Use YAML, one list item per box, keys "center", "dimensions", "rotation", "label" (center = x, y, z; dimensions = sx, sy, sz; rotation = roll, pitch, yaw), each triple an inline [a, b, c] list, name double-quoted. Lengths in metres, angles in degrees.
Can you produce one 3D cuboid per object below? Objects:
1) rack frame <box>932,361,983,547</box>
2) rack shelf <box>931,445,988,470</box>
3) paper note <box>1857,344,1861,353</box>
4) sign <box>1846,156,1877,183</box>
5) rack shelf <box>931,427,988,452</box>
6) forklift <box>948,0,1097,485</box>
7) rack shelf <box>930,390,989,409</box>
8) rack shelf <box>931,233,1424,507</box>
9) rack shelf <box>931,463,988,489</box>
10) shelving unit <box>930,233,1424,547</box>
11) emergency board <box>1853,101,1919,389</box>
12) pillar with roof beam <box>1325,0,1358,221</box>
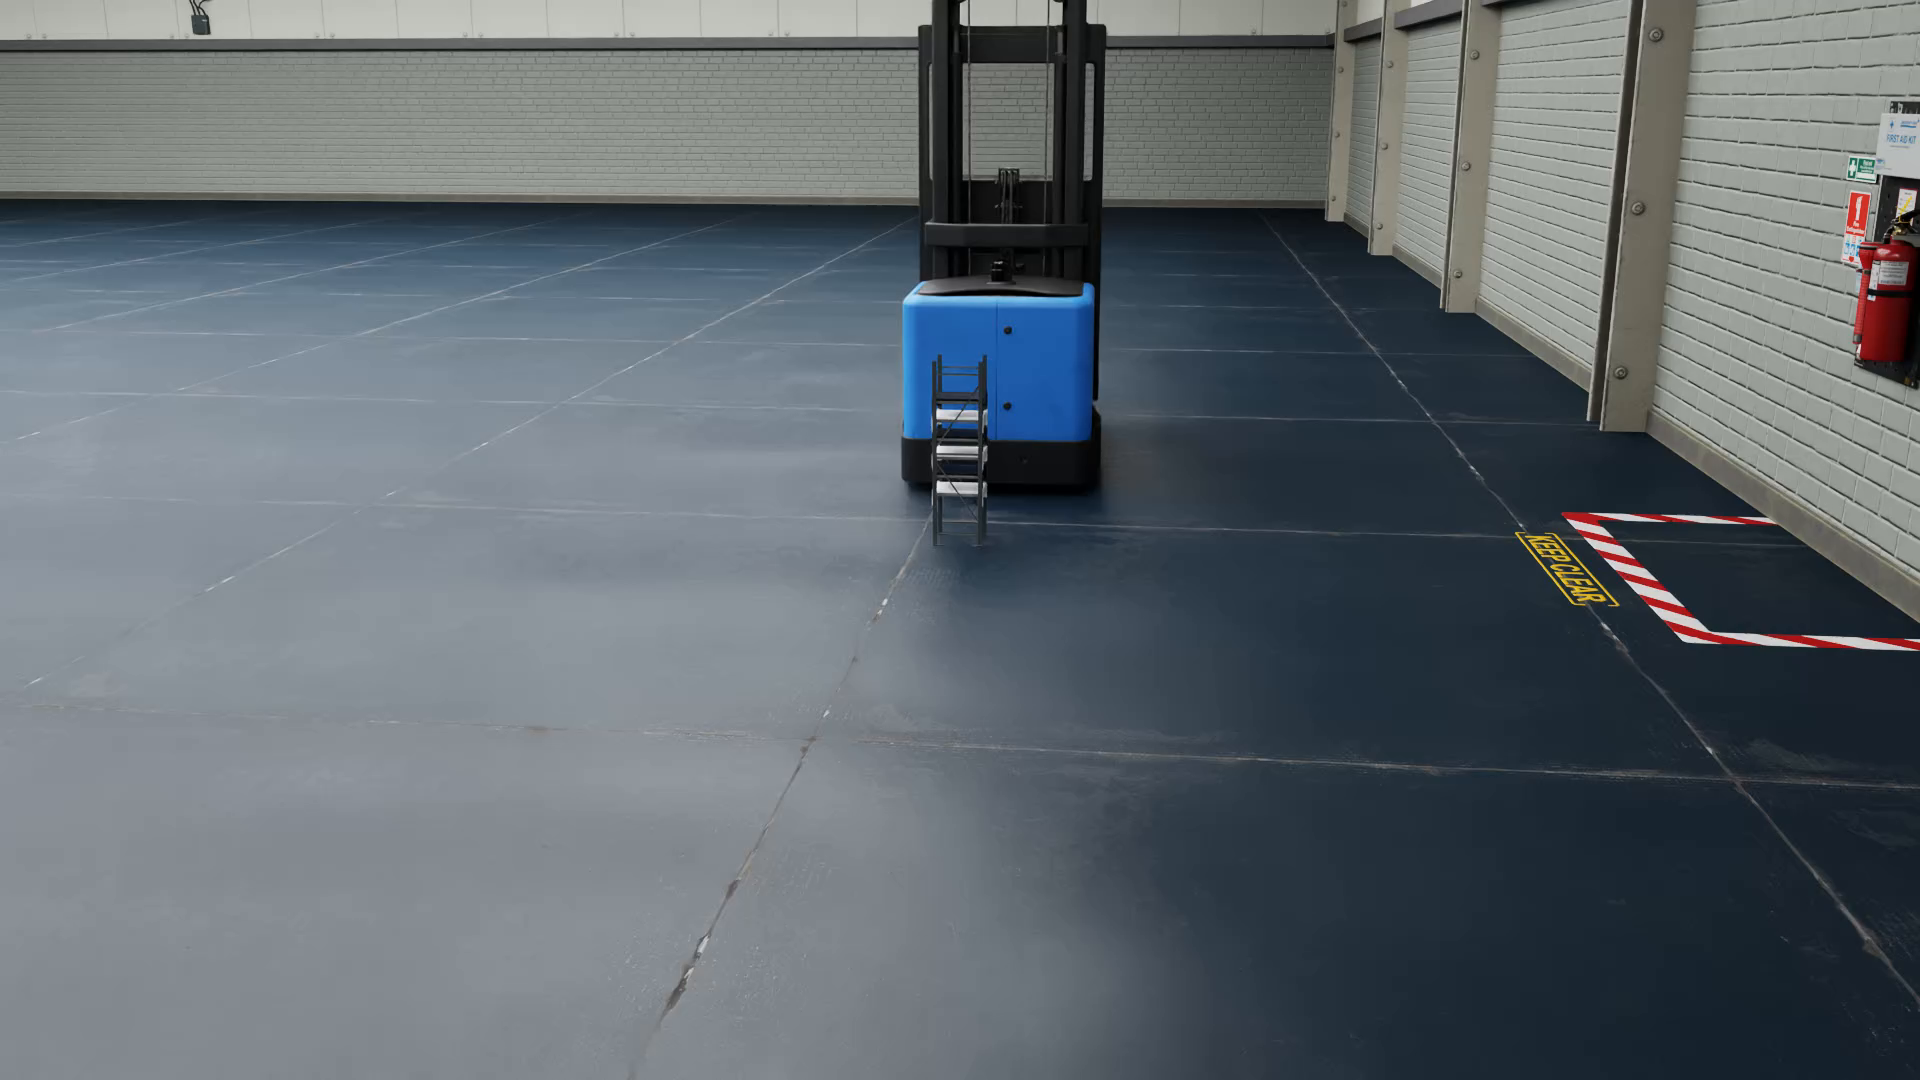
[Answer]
- center: [-0.012, -0.406, 7.939]
  dimensions: [0.240, 0.900, 0.006]
  rotation: [2, 15, 6]
  label: "rack frame"
- center: [-0.001, -0.400, 8.046]
  dimensions: [0.258, 0.077, 0.200]
  rotation: [2, 15, 6]
  label: "rack shelf"
- center: [4.062, -0.903, 7.444]
  dimensions: [0.016, 0.148, 0.142]
  rotation: [2, 15, 6]
  label: "paper note"
- center: [4.129, -1.697, 7.609]
  dimensions: [0.001, 0.109, 0.331]
  rotation: [2, 15, 6]
  label: "sign"
- center: [-0.001, -0.487, 8.022]
  dimensions: [0.258, 0.077, 0.200]
  rotation: [2, 15, 6]
  label: "rack shelf"
- center: [0.326, -2.044, 10.105]
  dimensions: [1.121, 2.935, 3.031]
  rotation: [1, 15, 5]
  label: "forklift"
- center: [-0.001, -0.661, 7.975]
  dimensions: [0.258, 0.077, 0.200]
  rotation: [2, 15, 6]
  label: "rack shelf"
- center: [3.807, -2.417, 16.573]
  dimensions: [6.000, 0.275, 18.464]
  rotation: [2, 15, 6]
  label: "rack shelf"
- center: [-0.001, -0.313, 8.069]
  dimensions: [0.258, 0.077, 0.200]
  rotation: [2, 15, 6]
  label: "rack shelf"
- center: [3.807, -2.718, 16.489]
  dimensions: [6.000, 0.900, 18.469]
  rotation: [2, 15, 6]
  label: "shelving unit"
- center: [3.973, -1.285, 7.167]
  dimensions: [0.194, 1.169, 0.643]
  rotation: [2, 15, 6]
  label: "emergency board"
- center: [2.087, -9.892, 27.507]
  dimensions: [9.100, 9.000, 0.400]
  rotation: [2, 15, 6]
  label: "pillar with roof beam"
